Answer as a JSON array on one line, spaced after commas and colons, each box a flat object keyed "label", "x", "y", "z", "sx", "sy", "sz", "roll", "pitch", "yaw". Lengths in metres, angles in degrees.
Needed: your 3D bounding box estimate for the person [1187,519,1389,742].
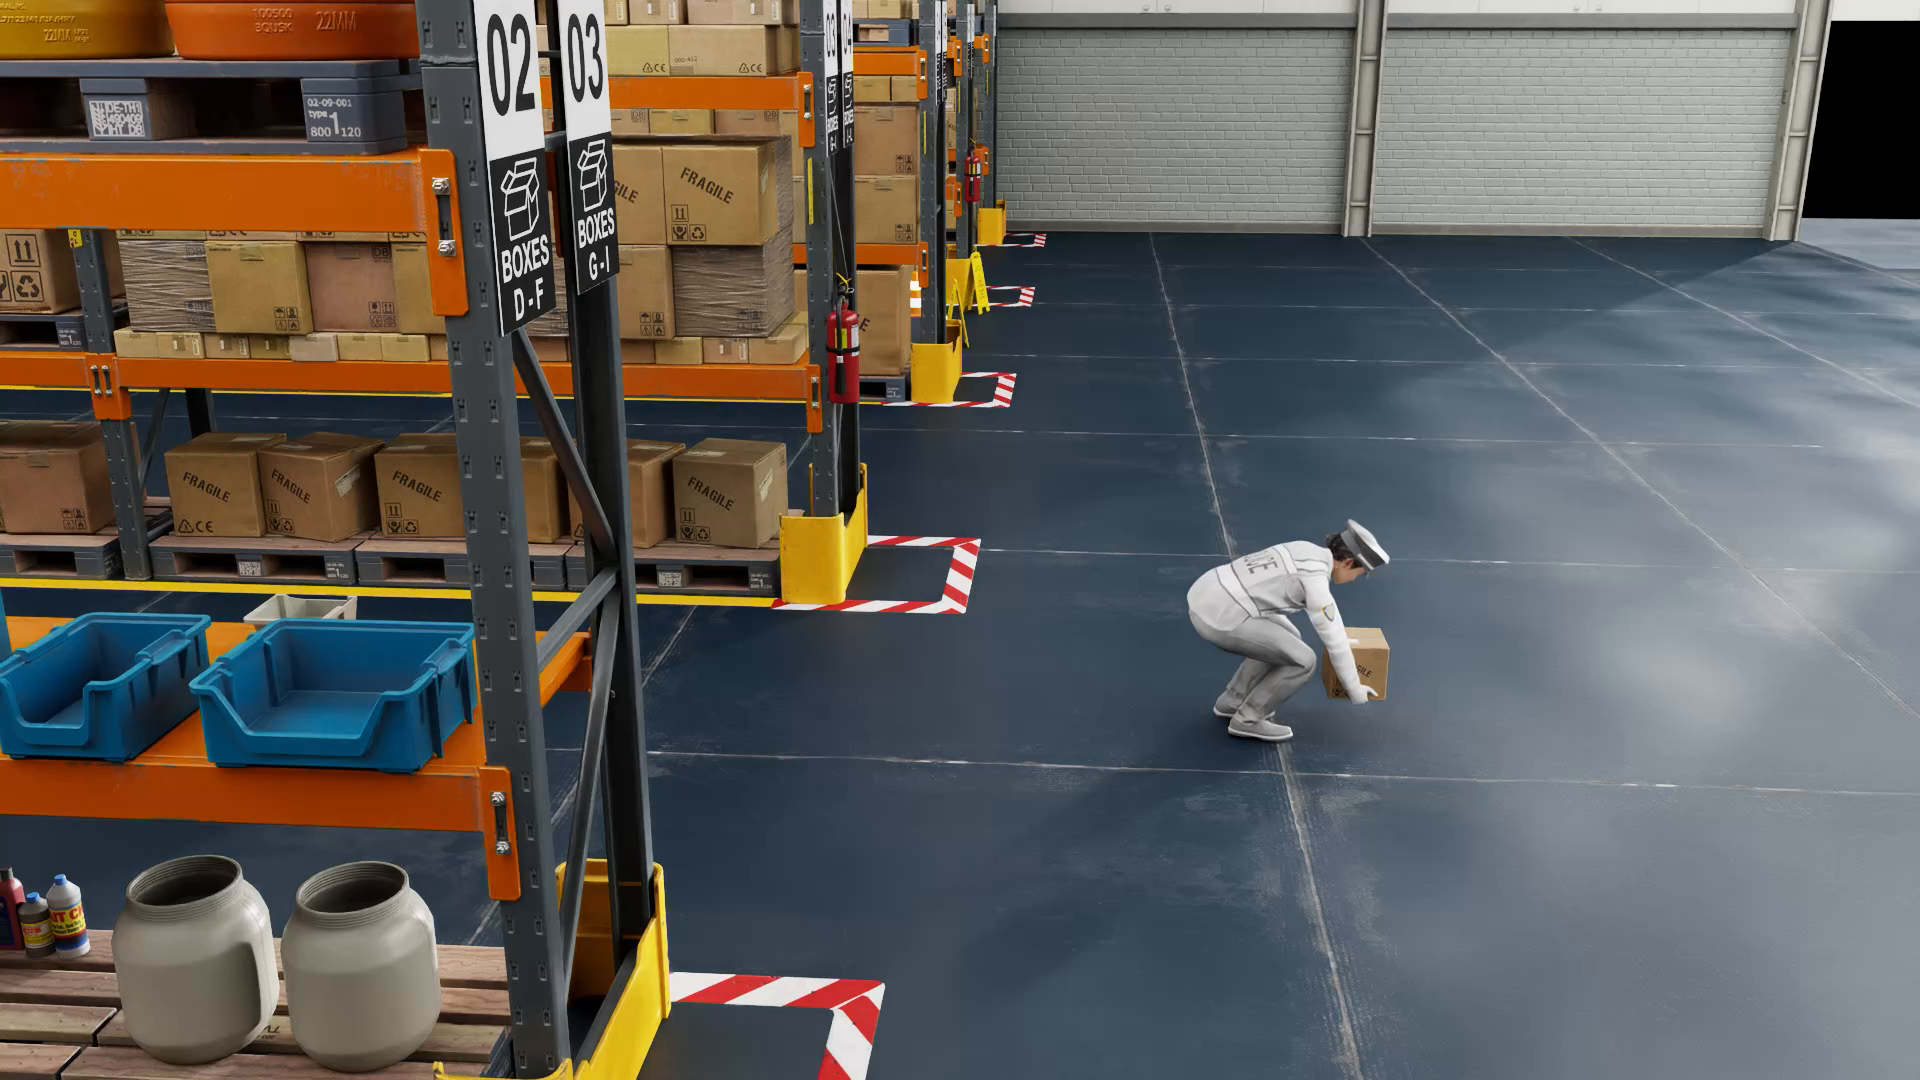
[{"label": "person", "x": 1.459, "y": 0.392, "z": 7.457, "sx": 0.884, "sy": 0.982, "sz": 0.455, "roll": 1, "pitch": 18, "yaw": 2}]
